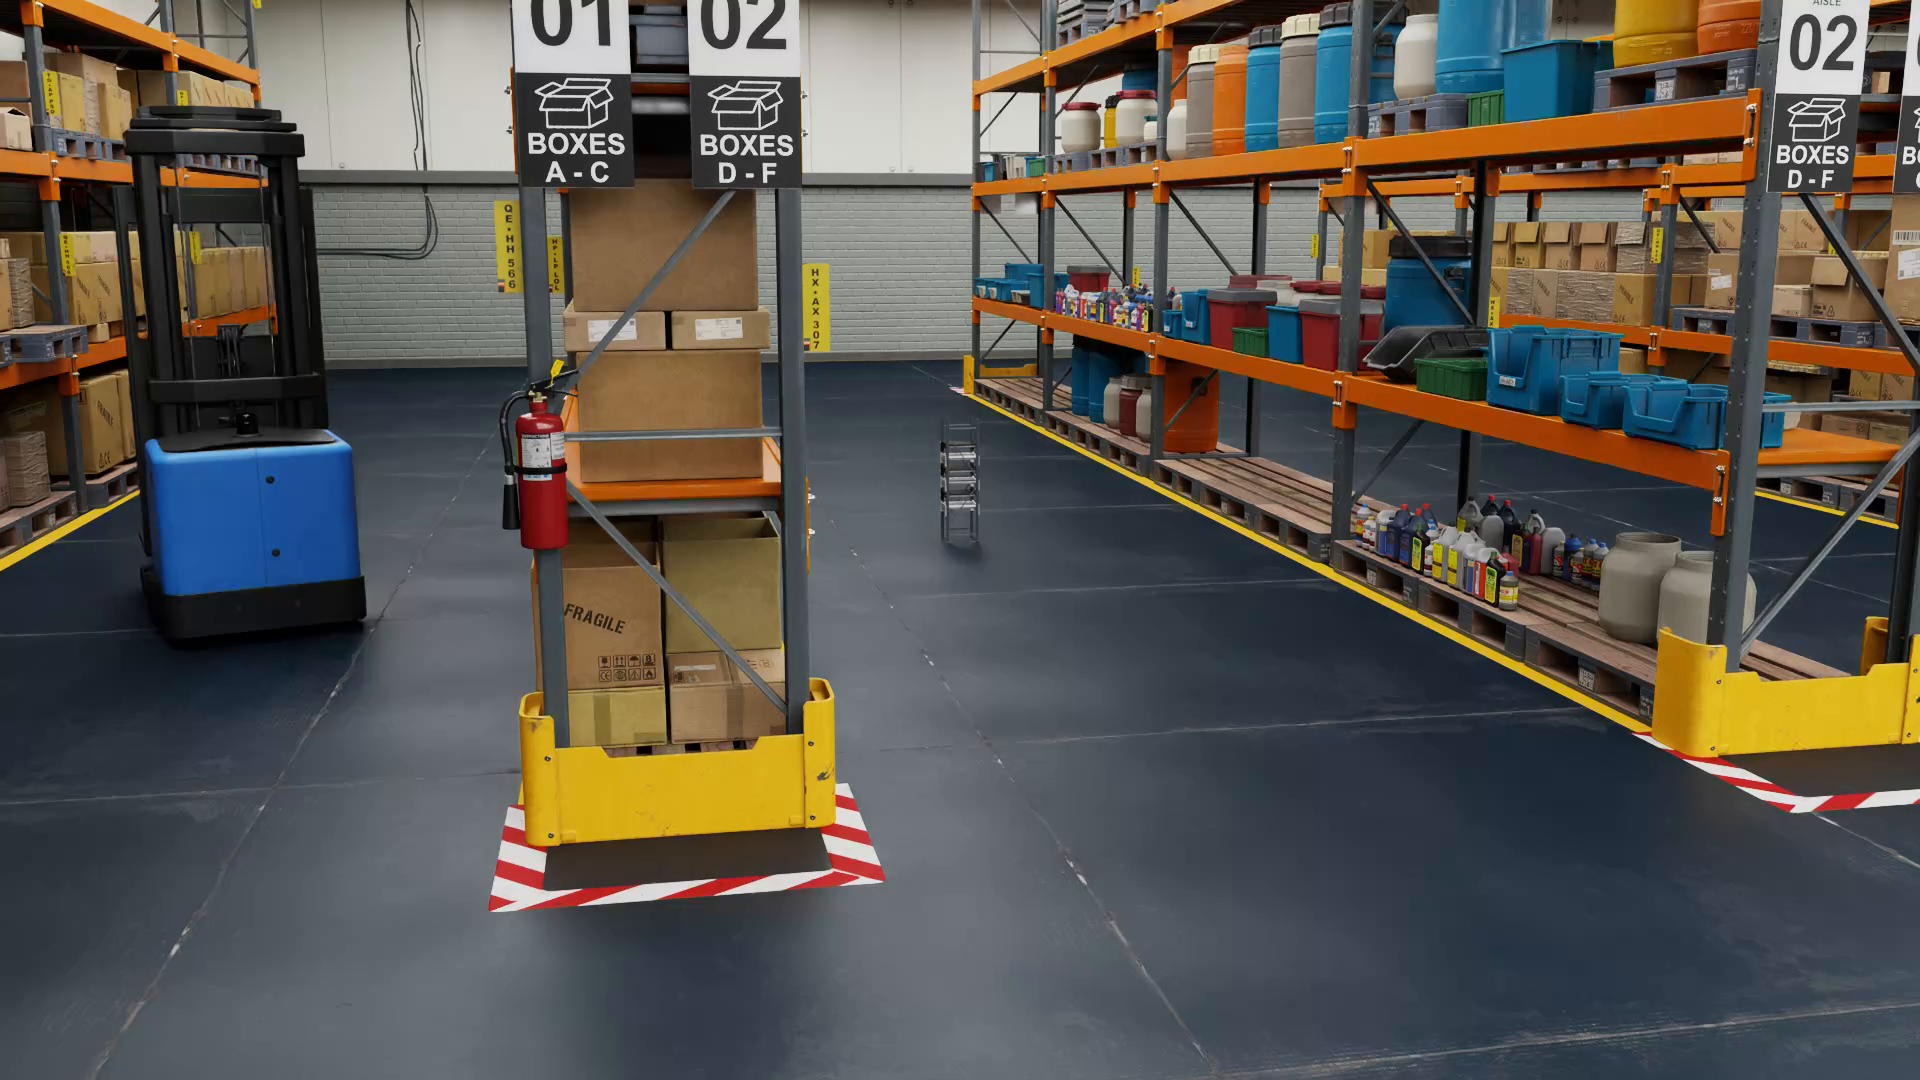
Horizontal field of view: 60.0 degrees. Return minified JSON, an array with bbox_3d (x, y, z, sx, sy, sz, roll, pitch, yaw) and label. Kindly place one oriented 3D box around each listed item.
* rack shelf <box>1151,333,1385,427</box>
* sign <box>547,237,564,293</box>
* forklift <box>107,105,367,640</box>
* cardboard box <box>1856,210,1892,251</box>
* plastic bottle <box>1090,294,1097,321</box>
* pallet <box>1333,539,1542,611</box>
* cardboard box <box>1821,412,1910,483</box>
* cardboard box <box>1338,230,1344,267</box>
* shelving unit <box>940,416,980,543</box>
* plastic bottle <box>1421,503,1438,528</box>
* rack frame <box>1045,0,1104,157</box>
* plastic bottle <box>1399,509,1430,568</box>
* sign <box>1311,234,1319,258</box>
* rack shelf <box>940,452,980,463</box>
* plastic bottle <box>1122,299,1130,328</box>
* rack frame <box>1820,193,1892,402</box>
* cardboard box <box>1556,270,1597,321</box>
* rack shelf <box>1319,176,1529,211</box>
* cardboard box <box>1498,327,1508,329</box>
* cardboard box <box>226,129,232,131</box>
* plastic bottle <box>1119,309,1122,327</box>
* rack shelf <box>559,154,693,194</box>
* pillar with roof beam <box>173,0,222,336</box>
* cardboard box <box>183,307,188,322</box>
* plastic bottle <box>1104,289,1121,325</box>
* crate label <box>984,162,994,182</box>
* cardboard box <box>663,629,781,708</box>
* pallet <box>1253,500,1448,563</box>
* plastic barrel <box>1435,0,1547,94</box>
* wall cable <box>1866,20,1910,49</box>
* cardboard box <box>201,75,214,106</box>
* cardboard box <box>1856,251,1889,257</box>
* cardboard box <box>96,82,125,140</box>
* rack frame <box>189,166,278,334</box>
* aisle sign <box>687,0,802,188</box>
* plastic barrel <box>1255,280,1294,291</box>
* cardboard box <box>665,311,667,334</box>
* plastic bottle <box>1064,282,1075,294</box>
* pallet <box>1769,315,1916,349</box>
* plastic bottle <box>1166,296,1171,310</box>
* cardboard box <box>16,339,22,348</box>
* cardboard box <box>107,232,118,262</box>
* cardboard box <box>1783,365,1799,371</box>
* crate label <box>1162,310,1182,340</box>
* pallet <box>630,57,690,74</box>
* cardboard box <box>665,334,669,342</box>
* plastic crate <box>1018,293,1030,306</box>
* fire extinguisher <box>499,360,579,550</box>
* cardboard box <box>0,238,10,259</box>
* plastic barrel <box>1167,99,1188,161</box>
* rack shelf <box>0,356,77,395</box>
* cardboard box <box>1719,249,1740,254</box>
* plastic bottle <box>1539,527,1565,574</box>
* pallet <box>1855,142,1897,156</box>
[{"bbox_3d":[2.610,-1.313,12.998,1.077,0.370,4.000,-2,11,-11],"label":"rack shelf"},{"bbox_3d":[-2.391,-1.629,9.846,0.100,0.325,0.005,-2,11,-11],"label":"sign"},{"bbox_3d":[-4.539,-1.122,10.254,1.130,2.935,3.031,-6,12,-28],"label":"forklift"},{"bbox_3d":[11.337,-3.887,20.859,0.500,0.500,0.500,-2,11,-10],"label":"cardboard box"},{"bbox_3d":[1.380,-2.370,16.973,0.097,0.271,0.097,0,11,0],"label":"plastic bottle"},{"bbox_3d":[3.088,0.195,10.609,1.003,0.211,1.213,-2,11,-11],"label":"pallet"},{"bbox_3d":[7.575,-0.772,13.740,0.700,0.500,0.500,-3,11,-16],"label":"cardboard box"},{"bbox_3d":[5.449,-3.932,22.433,0.500,0.500,0.500,-2,11,-12],"label":"cardboard box"},{"bbox_3d":[-0.002,-0.444,12.120,0.258,0.900,0.210,-2,11,-11],"label":"shelving unit"},{"bbox_3d":[2.890,-0.057,10.380,0.144,0.351,0.185,-2,11,-11],"label":"plastic bottle"},{"bbox_3d":[1.443,-5.714,18.151,1.000,3.000,0.127,-2,11,-11],"label":"rack frame"},{"bbox_3d":[2.785,-0.017,10.171,0.144,0.351,0.185,-3,11,-13],"label":"plastic bottle"},{"bbox_3d":[4.977,-4.126,23.324,0.100,0.325,0.005,-2,11,-11],"label":"sign"},{"bbox_3d":[-0.002,-0.588,12.093,0.258,0.077,0.200,-2,11,-11],"label":"rack shelf"},{"bbox_3d":[1.598,-2.164,15.890,0.097,0.271,0.097,0,11,0],"label":"plastic bottle"},{"bbox_3d":[11.186,-3.109,20.509,1.000,3.000,0.127,-2,11,-11],"label":"rack frame"},{"bbox_3d":[6.544,-2.531,17.204,0.500,0.500,0.500,-2,11,-13],"label":"cardboard box"},{"bbox_3d":[5.912,-4.434,21.372,1.077,0.370,4.000,-2,11,-11],"label":"rack shelf"},{"bbox_3d":[6.445,-1.993,19.205,1.225,0.875,0.875,-2,11,-11],"label":"cardboard box"},{"bbox_3d":[-8.442,-4.480,18.702,0.500,0.250,0.500,-2,11,-13],"label":"cardboard box"},{"bbox_3d":[1.579,-2.148,15.991,0.097,0.201,0.097,0,11,0],"label":"plastic bottle"},{"bbox_3d":[-2.250,-2.607,11.774,1.077,0.370,4.000,-2,11,-11],"label":"rack shelf"},{"bbox_3d":[-6.204,-6.708,23.372,9.100,9.000,0.400,-2,11,-11],"label":"pillar with roof beam"},{"bbox_3d":[-7.932,-2.241,16.569,0.380,0.149,0.250,-2,11,-10],"label":"cardboard box"},{"bbox_3d":[1.511,-2.308,16.433,0.144,0.351,0.185,-2,11,-11],"label":"plastic bottle"},{"bbox_3d":[0.527,-4.720,21.349,0.408,0.251,0.502,-2,11,-11],"label":"crate label"},{"bbox_3d":[-1.070,0.560,7.464,0.500,0.250,0.500,-2,11,-11],"label":"cardboard box"},{"bbox_3d":[2.808,-0.073,12.013,1.003,0.211,1.213,-2,11,-11],"label":"pallet"},{"bbox_3d":[3.087,-3.039,9.657,0.600,0.901,0.708,-2,11,-11],"label":"plastic barrel"},{"bbox_3d":[17.339,-8.161,30.906,2.988,3.039,0.133,-2,11,-11],"label":"wall cable"},{"bbox_3d":[-8.245,-4.665,17.669,0.500,0.500,0.500,-2,11,-12],"label":"cardboard box"},{"bbox_3d":[10.872,-3.344,19.702,0.380,0.149,0.250,-2,11,-9],"label":"cardboard box"},{"bbox_3d":[-8.040,-3.880,15.095,0.700,0.500,0.500,-2,11,-12],"label":"cardboard box"},{"bbox_3d":[-9.053,-3.140,20.674,1.000,3.000,0.127,-2,11,-11],"label":"rack frame"},{"bbox_3d":[-0.770,-1.663,5.958,0.394,0.787,0.004,-2,11,-11],"label":"aisle sign"},{"bbox_3d":[2.630,-1.907,13.897,0.421,0.512,0.421,0,11,0],"label":"plastic barrel"},{"bbox_3d":[-1.096,-0.975,7.293,0.380,0.149,0.250,-2,11,-12],"label":"cardboard box"},{"bbox_3d":[1.201,-2.659,18.277,0.144,0.351,0.185,-2,11,-11],"label":"plastic bottle"},{"bbox_3d":[7.504,-1.758,13.922,1.003,0.211,1.213,-2,11,-11],"label":"pallet"},{"bbox_3d":[2.034,-2.354,16.673,0.144,0.351,0.185,-2,11,-11],"label":"plastic bottle"},{"bbox_3d":[-7.334,-1.628,13.348,0.380,0.149,0.250,-2,11,-12],"label":"cardboard box"},{"bbox_3d":[-7.539,-2.529,14.341,0.500,0.250,0.500,-2,11,-11],"label":"cardboard box"},{"bbox_3d":[10.748,-2.156,21.209,0.380,0.149,0.250,-3,11,-14],"label":"cardboard box"},{"bbox_3d":[1.935,-1.860,14.396,0.303,0.233,0.416,-2,11,-11],"label":"crate label"},{"bbox_3d":[-1.436,-2.172,7.798,1.003,0.211,1.213,-2,11,-11],"label":"pallet"},{"bbox_3d":[-1.268,-0.618,7.154,0.700,0.500,0.500,-2,11,-10],"label":"cardboard box"},{"bbox_3d":[0.961,-2.857,19.759,0.437,0.125,0.590,-2,11,-11],"label":"plastic crate"},{"bbox_3d":[-1.516,-0.310,6.011,0.296,0.674,0.183,-2,11,-11],"label":"fire extinguisher"},{"bbox_3d":[-7.401,-2.195,12.527,0.380,0.149,0.250,-4,11,-18],"label":"cardboard box"},{"bbox_3d":[1.980,-3.494,14.209,0.421,0.512,0.421,0,11,0],"label":"plastic barrel"},{"bbox_3d":[-7.108,-0.953,11.105,1.077,0.370,4.000,-2,11,-11],"label":"rack shelf"},{"bbox_3d":[10.541,-3.665,22.365,0.500,0.500,0.500,-2,11,-12],"label":"cardboard box"},{"bbox_3d":[3.534,0.054,9.998,0.152,0.276,0.135,-2,11,-10],"label":"plastic bottle"},{"bbox_3d":[7.637,-3.168,13.301,1.213,0.211,1.003,-2,11,-11],"label":"pallet"}]
